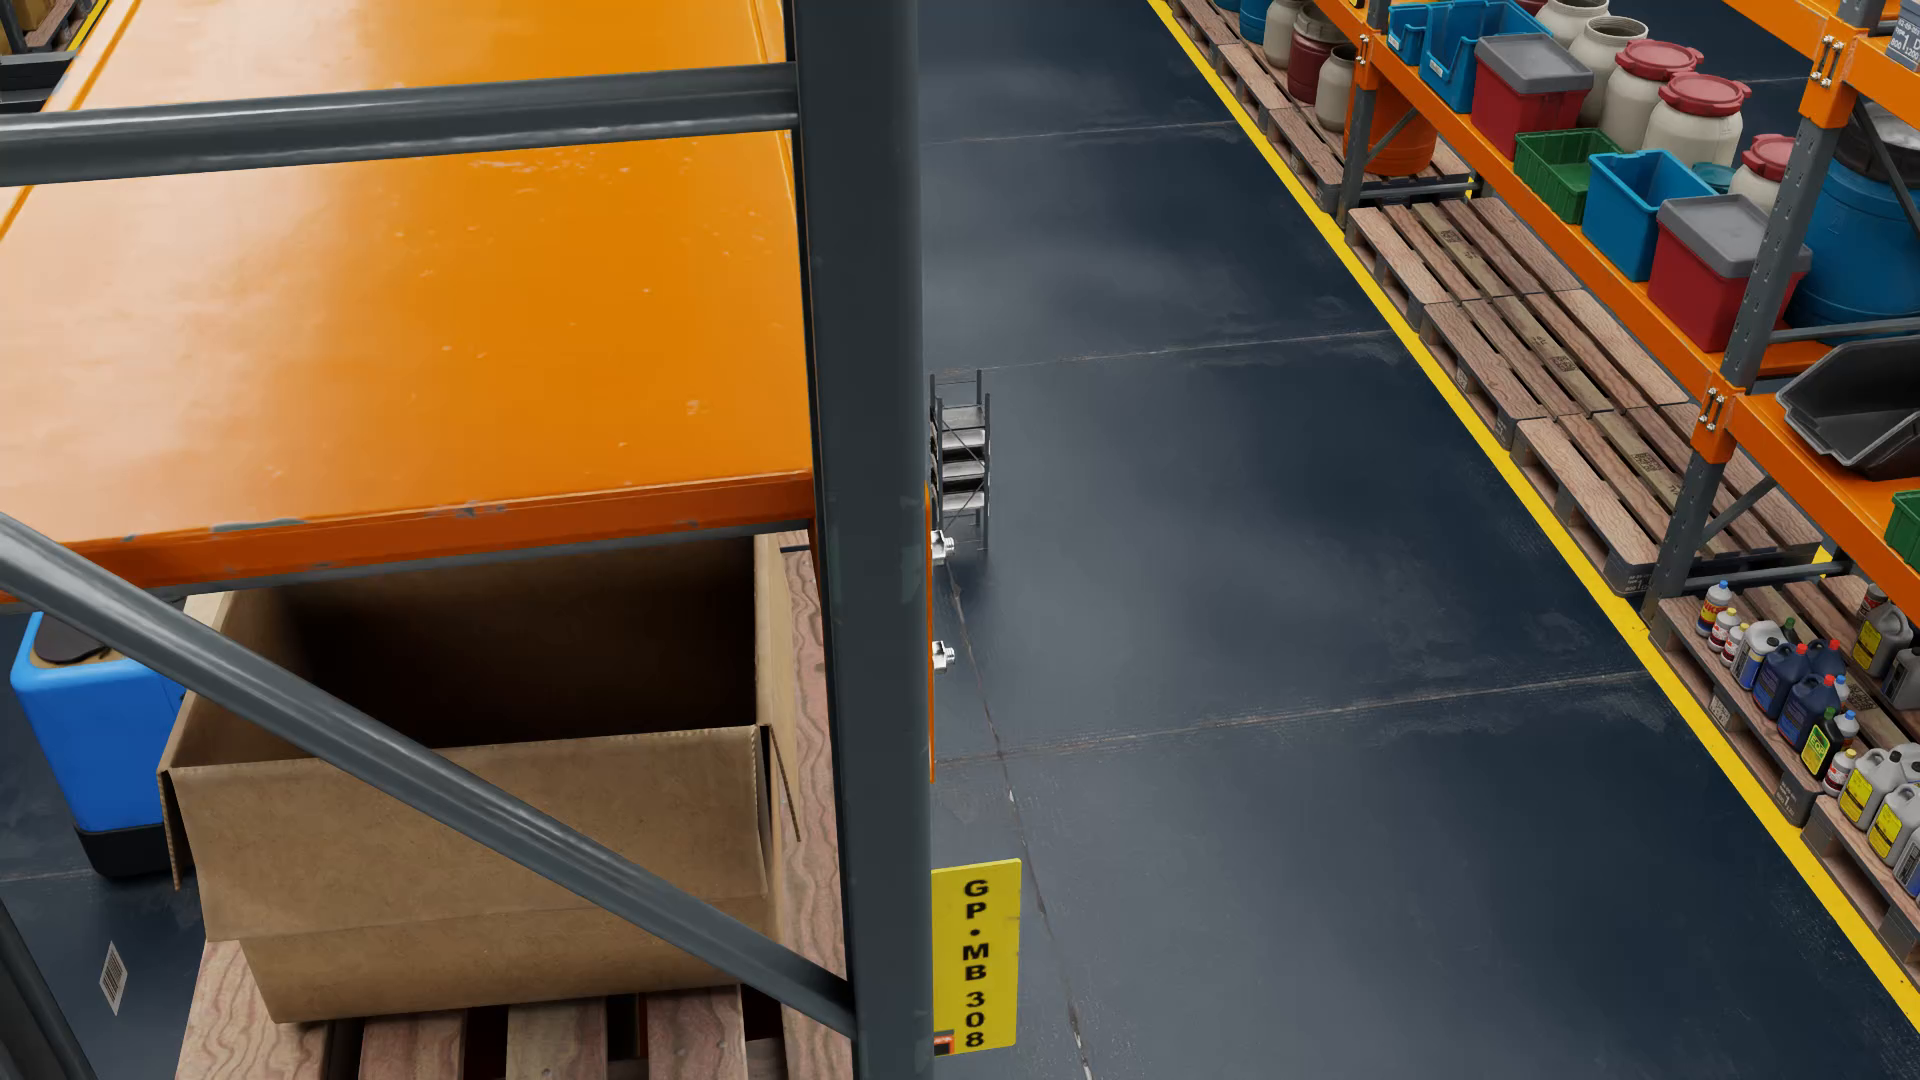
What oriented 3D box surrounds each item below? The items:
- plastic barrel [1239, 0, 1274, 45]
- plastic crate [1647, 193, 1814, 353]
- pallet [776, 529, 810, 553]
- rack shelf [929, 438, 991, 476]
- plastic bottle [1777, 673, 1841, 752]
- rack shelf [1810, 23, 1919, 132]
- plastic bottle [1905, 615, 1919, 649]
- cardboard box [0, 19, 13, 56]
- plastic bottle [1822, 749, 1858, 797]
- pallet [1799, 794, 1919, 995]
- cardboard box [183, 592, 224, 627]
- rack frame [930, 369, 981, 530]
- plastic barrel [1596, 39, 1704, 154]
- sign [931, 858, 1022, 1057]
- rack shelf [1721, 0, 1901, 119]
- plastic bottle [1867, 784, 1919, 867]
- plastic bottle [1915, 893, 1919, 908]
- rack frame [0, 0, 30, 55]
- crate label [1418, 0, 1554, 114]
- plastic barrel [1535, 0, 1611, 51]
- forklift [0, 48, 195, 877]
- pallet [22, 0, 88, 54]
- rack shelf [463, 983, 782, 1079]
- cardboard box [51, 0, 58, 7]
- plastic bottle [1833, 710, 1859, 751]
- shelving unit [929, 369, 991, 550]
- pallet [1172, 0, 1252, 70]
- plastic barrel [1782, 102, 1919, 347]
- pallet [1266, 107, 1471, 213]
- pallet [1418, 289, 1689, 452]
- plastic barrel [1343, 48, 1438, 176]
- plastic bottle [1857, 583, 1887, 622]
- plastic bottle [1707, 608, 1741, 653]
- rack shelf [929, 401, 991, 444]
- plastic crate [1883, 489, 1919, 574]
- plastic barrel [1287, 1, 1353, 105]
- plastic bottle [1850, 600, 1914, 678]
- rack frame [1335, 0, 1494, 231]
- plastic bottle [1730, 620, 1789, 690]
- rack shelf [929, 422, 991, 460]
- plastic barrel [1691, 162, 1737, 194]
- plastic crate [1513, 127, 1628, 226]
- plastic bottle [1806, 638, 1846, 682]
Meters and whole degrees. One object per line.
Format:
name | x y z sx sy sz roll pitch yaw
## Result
plastic barrel | 2.445 -4.265 12.563 0.600 0.901 0.708 -6 38 -8
plastic crate | 3.259 -1.139 7.119 0.402 0.464 0.583 -6 38 -8
pallet | -0.847 -0.225 3.622 1.003 0.211 1.213 -6 38 -8
rack shelf | -0.001 -0.405 7.845 0.258 0.077 0.200 -6 38 -8
plastic bottle | 3.411 0.665 6.650 0.144 0.351 0.185 -8 39 -10
rack shelf | 3.995 -0.546 4.550 1.077 0.370 4.000 -6 38 -8
plastic bottle | 4.041 0.376 7.021 0.144 0.351 0.185 -7 38 -9
cardboard box | -7.269 -3.559 11.696 0.750 0.750 0.750 -6 38 -7
plastic bottle | 3.437 0.897 6.473 0.097 0.201 0.097 0 38 0
pallet | 3.939 1.396 6.181 1.003 0.211 1.213 -6 38 -8
cardboard box | -0.993 0.079 2.824 0.500 0.250 0.500 -6 38 -8
rack frame | -0.019 -0.422 7.959 0.240 0.900 0.006 -6 38 -8
plastic barrel | 3.488 -2.214 8.443 0.433 0.535 0.433 0 38 0
sign | 0.016 0.475 1.871 0.100 0.325 0.005 -6 38 -8
rack shelf | 3.294 -2.962 7.660 1.077 0.370 4.000 -6 38 -8
plastic bottle | 3.518 1.034 6.175 0.144 0.351 0.185 -5 38 -6
plastic bottle | 3.575 1.247 5.962 0.152 0.276 0.135 -6 38 -8
rack frame | -7.511 -4.620 11.652 1.000 3.000 0.127 -6 38 -8
crate label | 2.851 -2.655 9.093 0.502 0.435 0.616 -6 38 -8
plastic barrel | 3.334 -2.716 9.110 0.421 0.512 0.421 0 38 0
forklift | -3.124 -0.772 6.754 1.130 2.935 3.031 -7 38 -9
pallet | -7.568 -3.987 13.110 1.003 0.211 1.213 -6 38 -8
rack shelf | -0.882 -0.016 3.867 1.077 0.370 4.000 -6 38 -8
cardboard box | -7.626 -4.566 13.277 0.700 0.500 0.500 -7 38 -8
plastic bottle | 3.473 0.781 6.565 0.097 0.271 0.097 0 38 0
shelving unit | -0.001 -0.360 7.880 0.258 0.900 0.210 -6 38 -8
pallet | 2.336 -4.114 13.274 1.003 0.211 1.213 -6 38 -8
plastic barrel | 3.875 -1.318 6.993 0.600 0.901 0.708 -6 38 -8
pallet | 2.764 -2.640 11.377 1.003 0.211 1.213 -6 38 -8
pallet | 3.252 -0.961 9.215 1.003 0.211 1.213 -6 38 -8
plastic barrel | 2.841 -2.872 10.829 0.600 0.830 0.708 -6 38 -8
plastic bottle | 4.015 0.263 7.289 0.097 0.201 0.097 0 38 0
plastic bottle | 3.287 0.378 7.140 0.097 0.201 0.097 0 38 0
rack shelf | -0.001 -0.547 7.735 0.258 0.077 0.200 -6 38 -8
plastic crate | 3.605 0.080 5.775 0.450 0.188 0.662 -6 38 -8
plastic barrel | 2.643 -3.459 11.781 0.600 0.588 0.708 -6 38 -8
plastic bottle | 3.899 0.392 7.001 0.144 0.351 0.185 -6 38 -8
rack frame | 2.943 -3.270 9.914 1.000 3.000 0.127 -6 38 -8
plastic bottle | 3.353 0.480 6.949 0.152 0.276 0.135 -5 38 -6
rack shelf | -0.001 -0.476 7.790 0.258 0.077 0.200 -6 38 -8
plastic barrel | 3.564 -1.615 7.897 0.301 0.262 0.301 0 38 0
plastic crate | 3.062 -1.792 8.184 0.450 0.188 0.662 -6 38 -8
plastic bottle | 3.520 0.535 6.817 0.144 0.351 0.185 -6 38 -8
